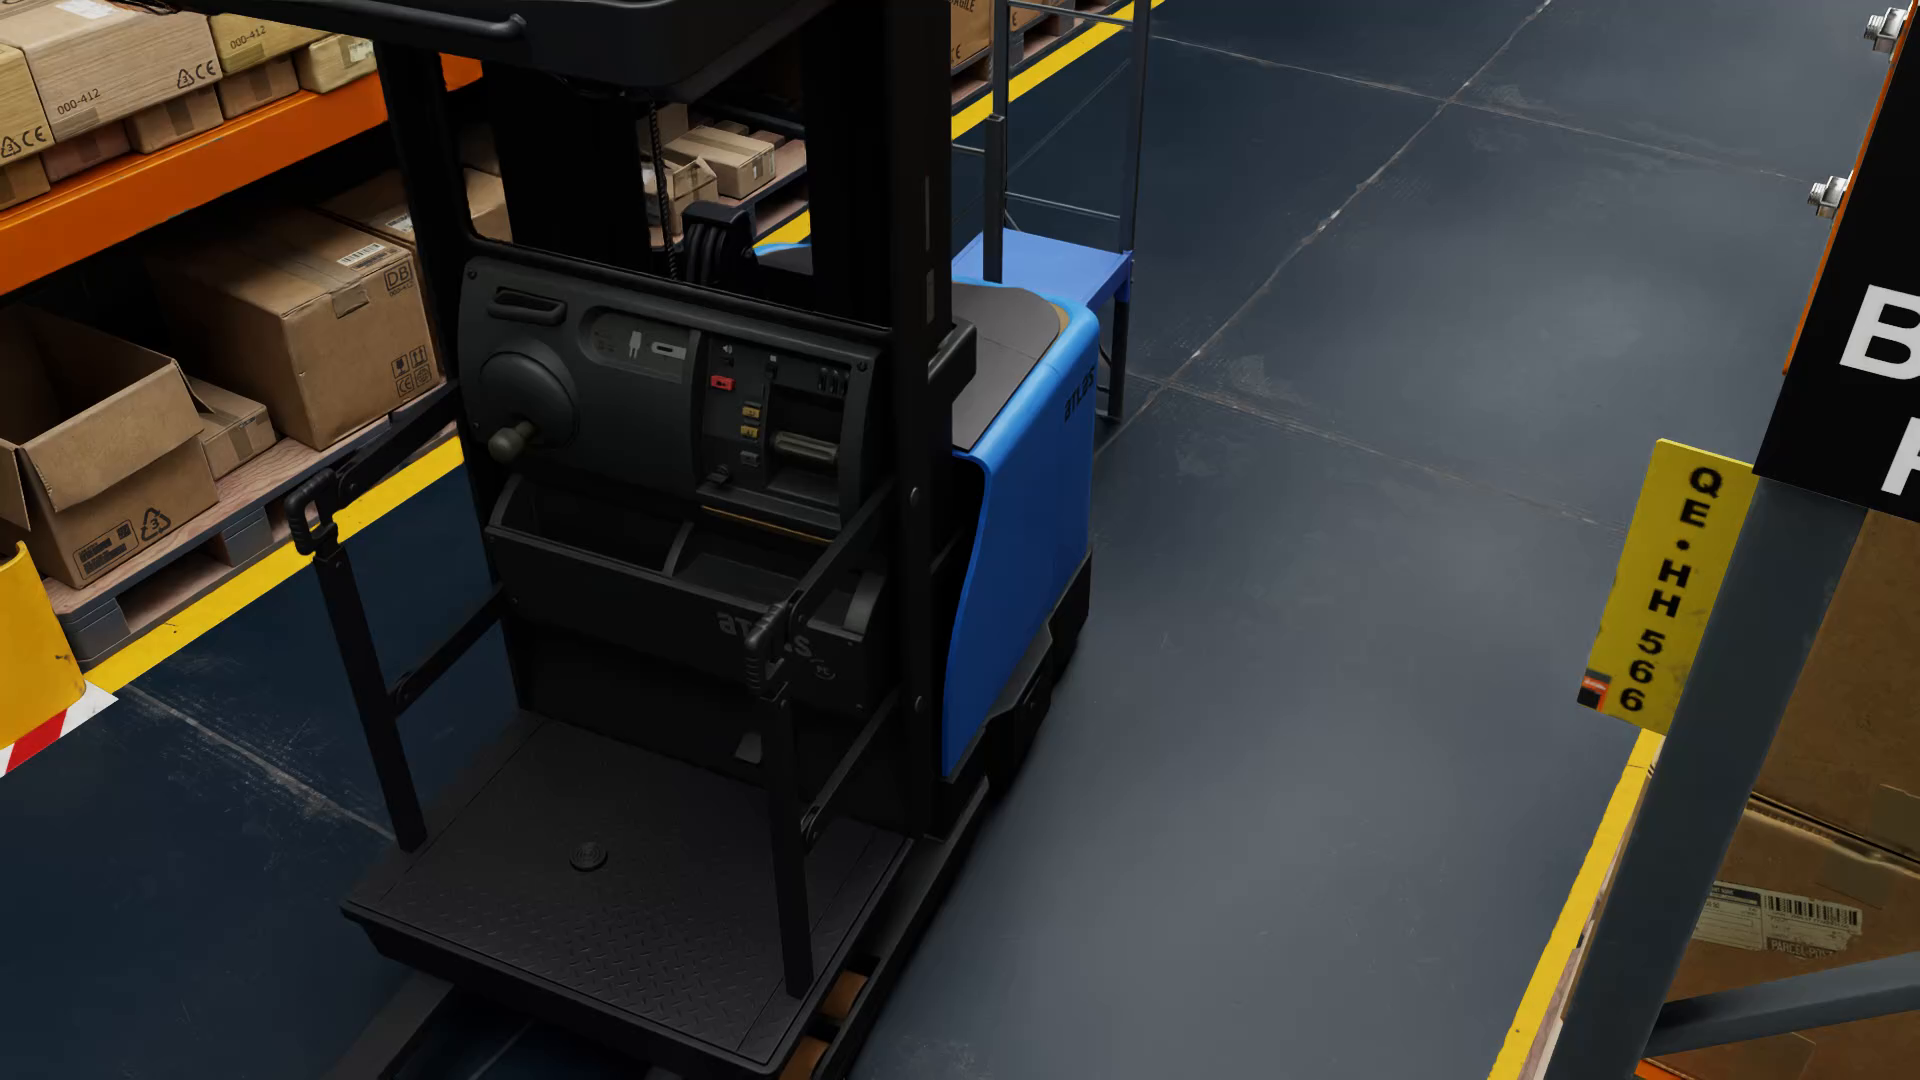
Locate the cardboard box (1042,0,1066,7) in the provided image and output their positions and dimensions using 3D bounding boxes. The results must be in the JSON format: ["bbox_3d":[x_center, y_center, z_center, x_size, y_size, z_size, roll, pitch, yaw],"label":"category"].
[{"bbox_3d":[0.354,-3.045,8.446,0.500,0.500,0.500,20,42,24],"label":"cardboard box"}]

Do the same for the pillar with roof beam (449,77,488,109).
[{"bbox_3d":[1.575,-3.797,2.805,9.100,9.000,0.400,21,42,25],"label":"pillar with roof beam"}]

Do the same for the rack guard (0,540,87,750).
[{"bbox_3d":[-3.028,0.119,4.686,1.175,0.500,0.348,21,42,25],"label":"rack guard"}]

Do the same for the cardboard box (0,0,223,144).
[{"bbox_3d":[-2.329,-1.296,4.353,0.500,0.250,0.500,22,43,26],"label":"cardboard box"}]

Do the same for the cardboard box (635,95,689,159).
[{"bbox_3d":[-1.480,-1.732,6.898,0.500,0.311,0.500,23,43,27],"label":"cardboard box"}]

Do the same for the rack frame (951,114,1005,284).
[{"bbox_3d":[-0.117,-0.527,4.705,0.500,1.500,0.032,17,41,21],"label":"rack frame"}]

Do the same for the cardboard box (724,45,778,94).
[{"bbox_3d":[-0.913,-2.420,7.635,0.500,0.500,0.500,21,42,25],"label":"cardboard box"}]

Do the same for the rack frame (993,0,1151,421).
[{"bbox_3d":[0.335,-1.083,5.426,0.500,1.500,0.032,17,41,21],"label":"rack frame"}]

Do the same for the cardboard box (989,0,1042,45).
[{"bbox_3d":[0.071,-2.779,8.102,0.500,0.500,0.500,20,42,24],"label":"cardboard box"}]

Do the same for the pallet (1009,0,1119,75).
[{"bbox_3d":[0.131,-2.852,8.777,1.003,0.211,1.213,21,42,25],"label":"pallet"}]

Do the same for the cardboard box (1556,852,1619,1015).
[{"bbox_3d":[1.876,0.791,3.521,0.875,0.438,0.875,22,43,26],"label":"cardboard box"}]

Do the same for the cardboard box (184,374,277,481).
[{"bbox_3d":[-2.401,-0.359,5.250,0.380,0.149,0.250,19,42,23],"label":"cardboard box"}]

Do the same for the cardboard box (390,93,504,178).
[{"bbox_3d":[-1.614,-1.255,6.125,0.700,0.500,0.500,20,42,23],"label":"cardboard box"}]

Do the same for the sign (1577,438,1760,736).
[{"bbox_3d":[0.673,0.053,1.582,0.100,0.325,0.005,21,42,25],"label":"sign"}]

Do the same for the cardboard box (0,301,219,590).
[{"bbox_3d":[-2.661,-0.293,4.874,0.797,0.503,0.637,19,42,23],"label":"cardboard box"}]

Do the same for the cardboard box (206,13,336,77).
[{"bbox_3d":[-2.060,-1.558,4.693,0.500,0.250,0.500,20,42,24],"label":"cardboard box"}]

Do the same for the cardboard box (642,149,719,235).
[{"bbox_3d":[-1.168,-1.410,6.517,0.396,0.266,0.258,23,43,27],"label":"cardboard box"}]

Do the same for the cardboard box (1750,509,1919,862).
[{"bbox_3d":[1.181,0.028,1.856,0.500,0.500,0.500,23,43,27],"label":"cardboard box"}]

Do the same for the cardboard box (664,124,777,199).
[{"bbox_3d":[-0.977,-1.547,6.792,0.380,0.149,0.250,20,42,24],"label":"cardboard box"}]

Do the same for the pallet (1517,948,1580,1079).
[{"bbox_3d":[1.486,1.457,3.187,1.003,0.211,1.213,21,42,25],"label":"pallet"}]

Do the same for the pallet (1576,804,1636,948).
[{"bbox_3d":[2.141,0.830,4.000,1.003,0.211,1.213,21,42,25],"label":"pallet"}]

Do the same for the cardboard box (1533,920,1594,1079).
[{"bbox_3d":[1.393,1.266,2.906,0.875,0.438,0.875,20,42,24],"label":"cardboard box"}]

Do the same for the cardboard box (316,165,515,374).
[{"bbox_3d":[-1.803,-0.960,5.742,0.500,0.500,0.500,22,43,26],"label":"cardboard box"}]

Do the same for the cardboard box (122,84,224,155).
[{"bbox_3d":[-2.266,-1.215,4.575,0.380,0.149,0.250,23,43,26],"label":"cardboard box"}]

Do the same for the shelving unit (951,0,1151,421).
[{"bbox_3d":[0.109,-0.805,5.066,0.538,1.500,1.048,17,41,21],"label":"shelving unit"}]

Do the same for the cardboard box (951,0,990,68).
[{"bbox_3d":[-0.200,-2.523,7.770,0.500,0.500,0.500,21,42,25],"label":"cardboard box"}]

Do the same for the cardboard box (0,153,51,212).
[{"bbox_3d":[-2.564,-0.958,4.241,0.380,0.149,0.250,22,43,26],"label":"cardboard box"}]

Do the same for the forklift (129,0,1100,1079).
[{"bbox_3d":[-0.679,-0.215,3.128,1.130,2.935,3.031,15,40,19],"label":"forklift"}]

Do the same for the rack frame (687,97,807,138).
[{"bbox_3d":[-0.926,-2.893,6.547,1.000,3.000,0.127,21,42,25],"label":"rack frame"}]

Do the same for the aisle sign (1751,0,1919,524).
[{"bbox_3d":[0.824,-0.304,1.058,0.394,0.787,0.004,21,42,25],"label":"aisle sign"}]

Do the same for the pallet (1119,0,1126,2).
[{"bbox_3d":[0.785,-3.479,9.590,1.003,0.211,1.213,21,42,25],"label":"pallet"}]

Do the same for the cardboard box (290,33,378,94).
[{"bbox_3d":[-1.929,-1.459,4.892,0.380,0.149,0.250,20,42,24],"label":"cardboard box"}]

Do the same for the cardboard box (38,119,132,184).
[{"bbox_3d":[-2.453,-1.105,4.432,0.380,0.149,0.250,21,42,25],"label":"cardboard box"}]

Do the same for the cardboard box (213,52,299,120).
[{"bbox_3d":[-2.128,-1.354,4.755,0.380,0.149,0.250,22,43,26],"label":"cardboard box"}]

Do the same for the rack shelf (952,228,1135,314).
[{"bbox_3d":[0.109,-0.662,5.176,0.538,0.185,1.000,17,41,21],"label":"rack shelf"}]

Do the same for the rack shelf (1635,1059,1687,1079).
[{"bbox_3d":[2.196,0.044,3.325,1.077,0.370,4.000,21,42,25],"label":"rack shelf"}]

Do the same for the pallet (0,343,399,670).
[{"bbox_3d":[-2.602,-0.177,5.307,1.003,0.211,1.213,21,42,25],"label":"pallet"}]

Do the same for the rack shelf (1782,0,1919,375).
[{"bbox_3d":[2.196,-1.144,2.409,1.077,0.370,4.000,21,42,25],"label":"rack shelf"}]

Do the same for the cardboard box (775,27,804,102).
[{"bbox_3d":[-0.477,-2.246,7.410,0.500,0.500,0.500,23,43,27],"label":"cardboard box"}]

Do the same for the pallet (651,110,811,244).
[{"bbox_3d":[-1.295,-1.435,6.939,1.003,0.211,1.213,21,42,25],"label":"pallet"}]

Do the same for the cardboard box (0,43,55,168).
[{"bbox_3d":[-2.599,-1.036,4.016,0.500,0.250,0.500,21,42,25],"label":"cardboard box"}]

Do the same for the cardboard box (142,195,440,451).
[{"bbox_3d":[-2.171,-0.720,5.431,0.700,0.500,0.500,23,43,27],"label":"cardboard box"}]

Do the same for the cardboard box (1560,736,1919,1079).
[{"bbox_3d":[1.159,0.415,2.172,0.500,0.500,0.500,21,42,25],"label":"cardboard box"}]

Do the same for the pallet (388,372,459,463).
[{"bbox_3d":[-1.948,-0.804,6.120,1.003,0.211,1.213,21,42,25],"label":"pallet"}]

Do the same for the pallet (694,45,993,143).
[{"bbox_3d":[-0.522,-2.221,7.958,1.003,0.211,1.213,21,42,25],"label":"pallet"}]
